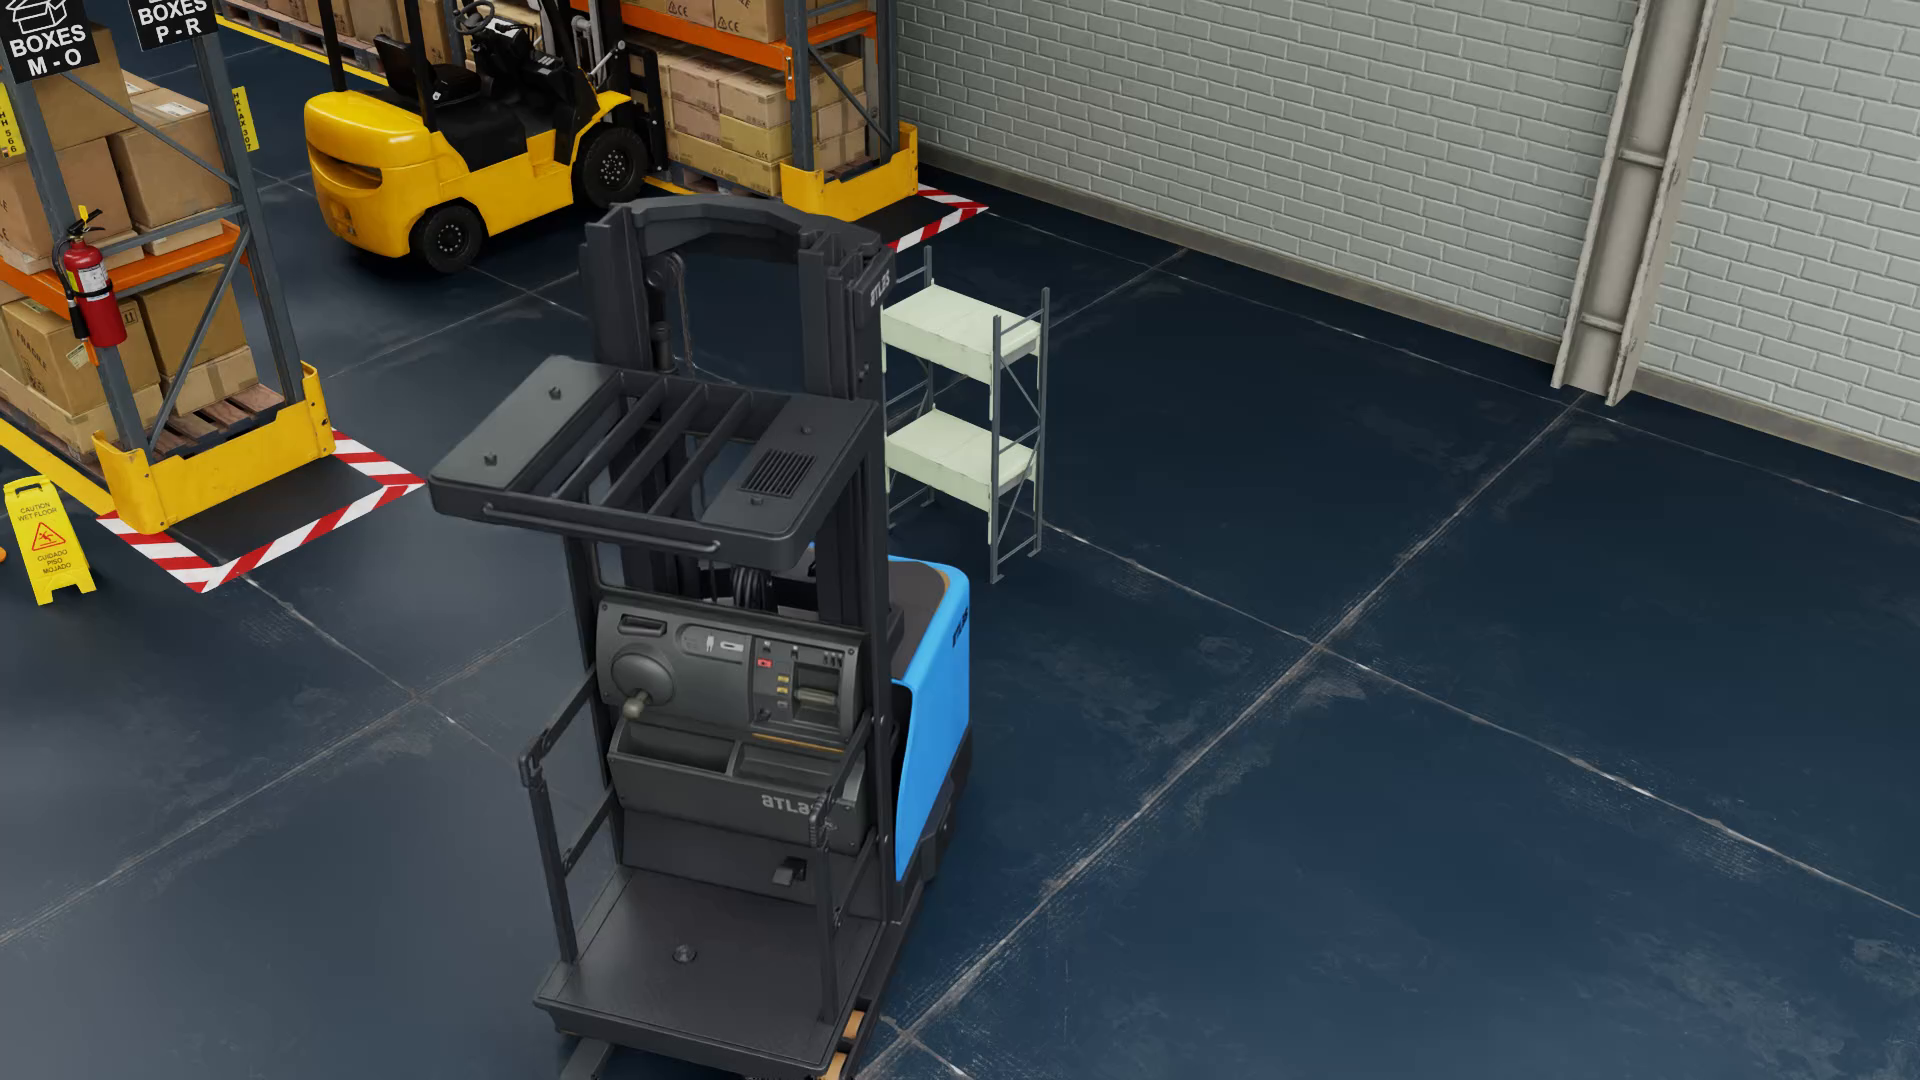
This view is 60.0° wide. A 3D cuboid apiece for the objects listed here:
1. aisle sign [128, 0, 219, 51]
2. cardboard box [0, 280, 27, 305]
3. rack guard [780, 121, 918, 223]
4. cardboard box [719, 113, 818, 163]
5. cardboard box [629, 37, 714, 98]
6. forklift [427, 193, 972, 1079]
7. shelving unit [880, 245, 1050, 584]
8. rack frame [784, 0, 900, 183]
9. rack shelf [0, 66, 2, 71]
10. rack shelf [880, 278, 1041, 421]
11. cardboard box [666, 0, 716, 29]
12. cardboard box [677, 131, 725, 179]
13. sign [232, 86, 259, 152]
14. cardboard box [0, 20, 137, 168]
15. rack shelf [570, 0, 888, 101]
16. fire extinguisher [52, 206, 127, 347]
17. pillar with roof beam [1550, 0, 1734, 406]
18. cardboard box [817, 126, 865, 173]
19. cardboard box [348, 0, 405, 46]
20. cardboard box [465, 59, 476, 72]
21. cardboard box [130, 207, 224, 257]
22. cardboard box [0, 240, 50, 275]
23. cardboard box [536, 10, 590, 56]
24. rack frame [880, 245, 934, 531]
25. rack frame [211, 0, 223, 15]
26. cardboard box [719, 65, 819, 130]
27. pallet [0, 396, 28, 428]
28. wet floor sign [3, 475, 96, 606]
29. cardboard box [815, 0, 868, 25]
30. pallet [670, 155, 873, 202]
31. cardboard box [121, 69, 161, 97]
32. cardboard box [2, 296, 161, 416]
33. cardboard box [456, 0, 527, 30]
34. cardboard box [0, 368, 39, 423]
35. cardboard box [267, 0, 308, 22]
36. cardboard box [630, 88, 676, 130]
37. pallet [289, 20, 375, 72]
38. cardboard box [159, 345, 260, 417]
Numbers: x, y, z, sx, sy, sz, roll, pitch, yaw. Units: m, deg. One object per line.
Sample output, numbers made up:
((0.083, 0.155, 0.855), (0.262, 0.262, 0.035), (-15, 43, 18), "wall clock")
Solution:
((-3.742, -2.721, 7.766), (0.004, 0.787, 0.394), (25, 42, 32), "aisle sign")
((-5.095, -1.434, 9.010), (0.250, 0.149, 0.380), (27, 43, 33), "cardboard box")
((-0.796, -2.659, 12.180), (0.348, 0.500, 1.175), (25, 42, 32), "rack guard")
((-1.389, -2.984, 12.062), (0.500, 0.250, 0.500), (25, 41, 31), "cardboard box")
((-2.158, -3.542, 12.432), (0.500, 0.250, 0.500), (26, 42, 32), "cardboard box")
((-0.844, 0.513, 5.414), (1.130, 2.935, 3.031), (9, 36, 13), "forklift")
((0.005, -0.616, 8.322), (0.755, 1.500, 0.431), (25, 42, 32), "shelving unit")
((-0.815, -3.698, 11.485), (0.127, 3.000, 1.000), (25, 42, 32), "rack frame")
((-5.525, -3.201, 8.748), (4.000, 0.370, 1.077), (25, 42, 32), "rack shelf")
((0.005, -0.938, 8.101), (0.720, 0.370, 0.431), (25, 42, 32), "rack shelf")
((-1.754, -3.995, 11.829), (0.500, 0.500, 0.500), (27, 43, 33), "cardboard box")
((-1.754, -2.954, 12.460), (0.500, 0.250, 0.500), (25, 42, 32), "cardboard box")
((-3.641, -2.130, 8.437), (0.005, 0.325, 0.100), (25, 42, 32), "sign")
((-4.520, -2.203, 8.074), (0.500, 0.500, 0.700), (24, 41, 31), "cardboard box")
((-2.352, -4.126, 12.743), (4.000, 0.370, 1.077), (25, 42, 32), "rack shelf")
((-4.195, -1.263, 8.008), (0.183, 0.674, 0.296), (25, 42, 32), "fire extinguisher")
((1.084, -2.769, 4.833), (0.400, 9.000, 9.100), (25, 42, 32), "pillar with roof beam")
((-1.067, -3.000, 12.527), (0.500, 0.250, 0.500), (25, 42, 32), "cardboard box")
((-4.888, -4.809, 14.830), (0.625, 0.625, 0.875), (25, 42, 31), "cardboard box")
((-3.729, -3.867, 13.789), (0.500, 0.250, 0.500), (26, 42, 32), "cardboard box")
((-4.116, -1.646, 8.720), (0.250, 0.149, 0.380), (25, 42, 32), "cardboard box")
((-4.678, -1.519, 8.534), (0.250, 0.149, 0.380), (25, 42, 31), "cardboard box")
((-2.941, -3.922, 12.986), (0.500, 0.250, 0.500), (27, 43, 33), "cardboard box")
((-0.276, -0.748, 8.515), (0.023, 1.500, 0.400), (25, 42, 32), "rack frame")
((-6.963, -6.596, 15.704), (0.127, 3.000, 1.000), (25, 42, 32), "rack frame")
((-1.368, -3.181, 11.907), (0.500, 0.250, 0.500), (27, 43, 33), "cardboard box")
((-5.581, -1.167, 10.262), (1.213, 0.211, 1.003), (25, 42, 32), "pallet")
((-4.526, -0.032, 8.227), (0.267, 0.644, 0.232), (-18, 38, -25), "wet floor sign")
((-1.018, -4.039, 11.894), (0.500, 0.500, 0.500), (27, 43, 33), "cardboard box")
((-1.429, -2.807, 12.651), (1.213, 0.211, 1.003), (25, 42, 32), "pallet")
((-4.574, -2.179, 8.923), (0.500, 0.500, 0.500), (27, 43, 33), "cardboard box")
((-4.770, -1.062, 9.043), (0.500, 0.500, 0.500), (26, 42, 32), "cardboard box")
((-3.718, -4.287, 13.517), (0.500, 0.250, 0.500), (25, 41, 31), "cardboard box")
((-5.174, -0.943, 9.532), (0.500, 0.250, 0.500), (25, 42, 32), "cardboard box")
((-5.985, -5.325, 15.580), (0.625, 0.625, 0.875), (27, 43, 33), "cardboard box")
((-2.177, -3.348, 12.592), (0.500, 0.250, 0.500), (24, 41, 31), "cardboard box")
((-5.422, -4.689, 15.391), (1.213, 0.211, 1.003), (25, 42, 32), "pallet")
((-4.431, -0.989, 9.598), (0.500, 0.250, 0.500), (25, 42, 31), "cardboard box")
